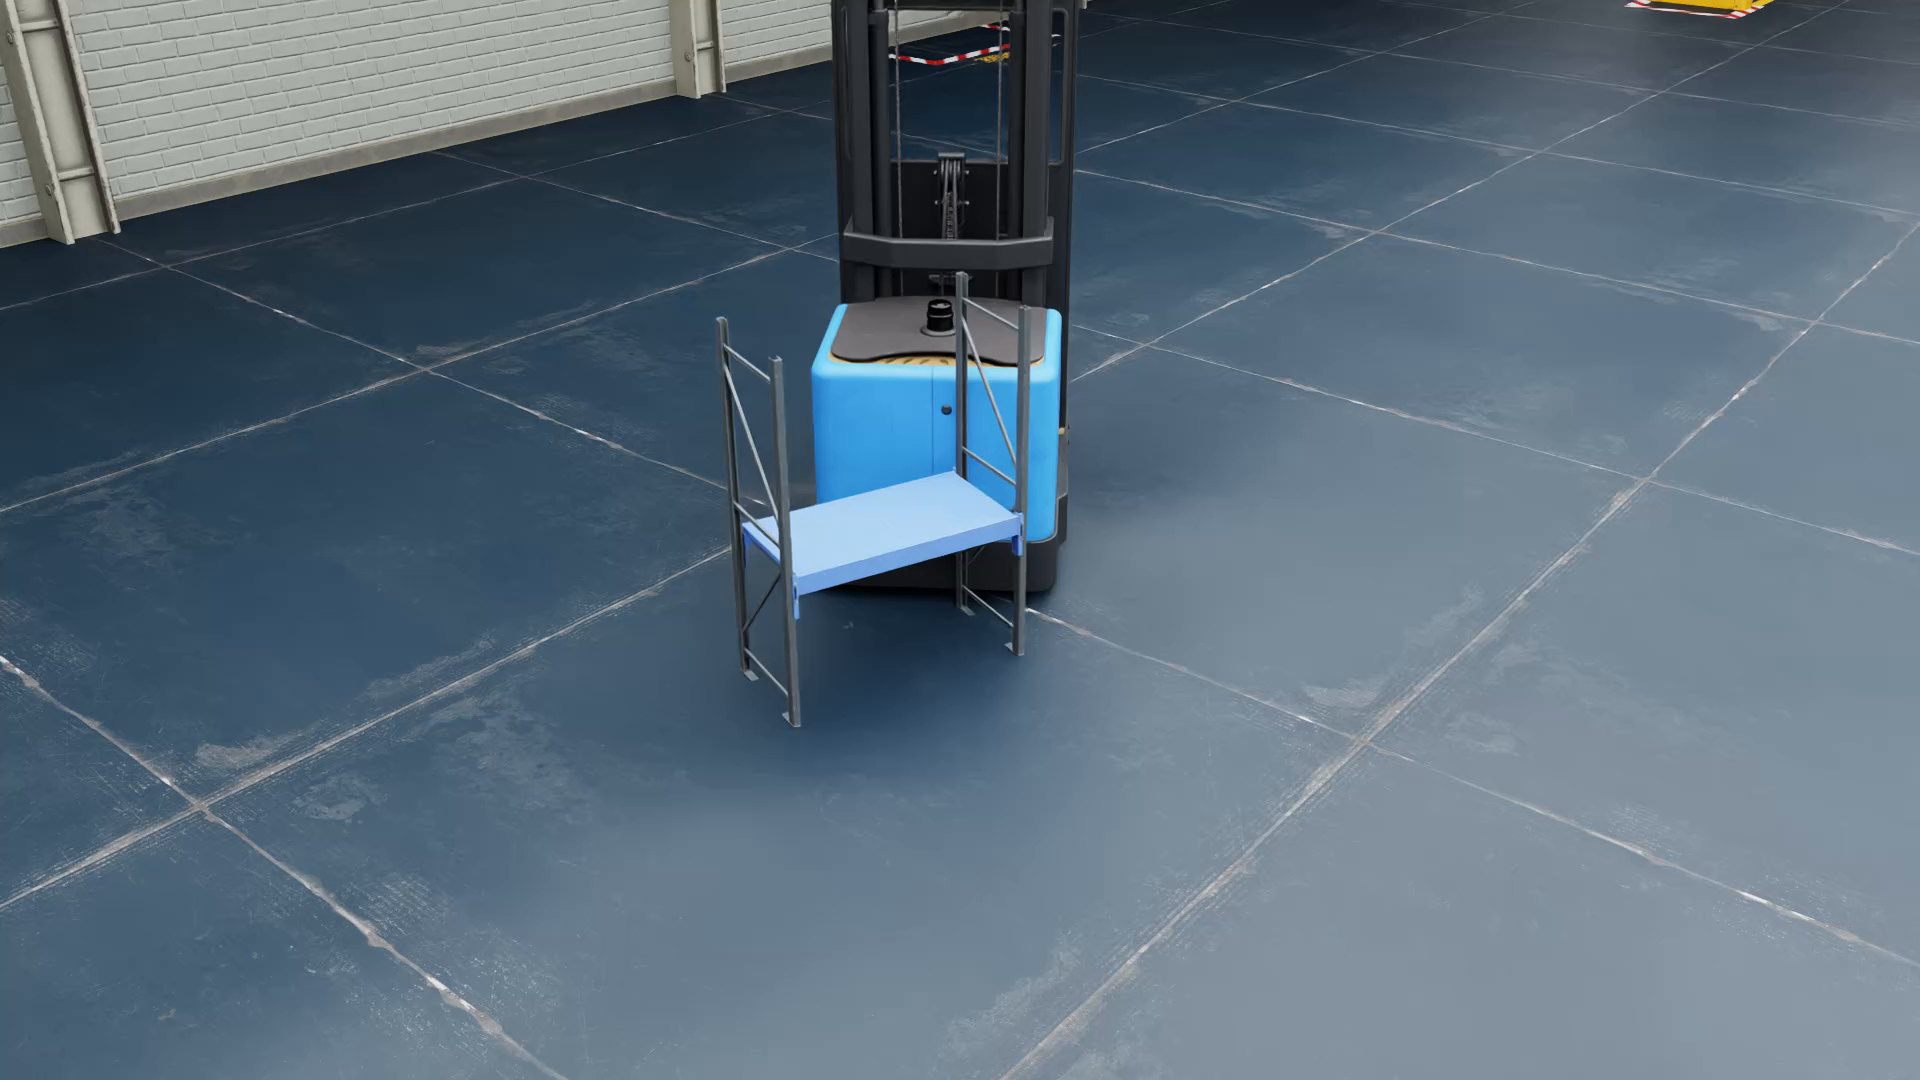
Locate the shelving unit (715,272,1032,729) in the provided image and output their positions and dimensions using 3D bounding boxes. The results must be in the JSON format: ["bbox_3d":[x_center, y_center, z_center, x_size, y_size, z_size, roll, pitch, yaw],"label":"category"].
[{"bbox_3d":[-0.313,-0.165,6.437,1.048,1.500,0.538,-15,31,-27],"label":"shelving unit"}]

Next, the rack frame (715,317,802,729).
[{"bbox_3d":[-0.749,-0.045,6.205,0.032,1.500,0.500,-15,31,-27],"label":"rack frame"}]

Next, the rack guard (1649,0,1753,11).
[{"bbox_3d":[9.150,-6.860,20.467,1.175,0.500,0.348,21,34,34],"label":"rack guard"}]

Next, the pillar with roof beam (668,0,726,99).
[{"bbox_3d":[0.807,-7.078,11.639,9.100,9.000,0.400,21,34,34],"label":"pillar with roof beam"}]

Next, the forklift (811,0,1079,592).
[{"bbox_3d":[-0.004,-1.723,7.890,1.130,2.935,3.031,2,27,4],"label":"forklift"}]

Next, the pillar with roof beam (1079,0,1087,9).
[{"bbox_3d":[4.623,-9.206,15.751,9.100,9.000,0.400,21,34,34],"label":"pillar with roof beam"}]

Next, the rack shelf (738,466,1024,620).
[{"bbox_3d":[-0.313,-0.005,6.520,1.000,0.185,0.538,-15,31,-27],"label":"rack shelf"}]

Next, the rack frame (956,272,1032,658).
[{"bbox_3d":[0.124,-0.285,6.669,0.032,1.500,0.500,-15,31,-27],"label":"rack frame"}]

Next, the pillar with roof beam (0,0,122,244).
[{"bbox_3d":[-3.009,-4.951,7.527,9.100,9.000,0.400,21,34,34],"label":"pillar with roof beam"}]
